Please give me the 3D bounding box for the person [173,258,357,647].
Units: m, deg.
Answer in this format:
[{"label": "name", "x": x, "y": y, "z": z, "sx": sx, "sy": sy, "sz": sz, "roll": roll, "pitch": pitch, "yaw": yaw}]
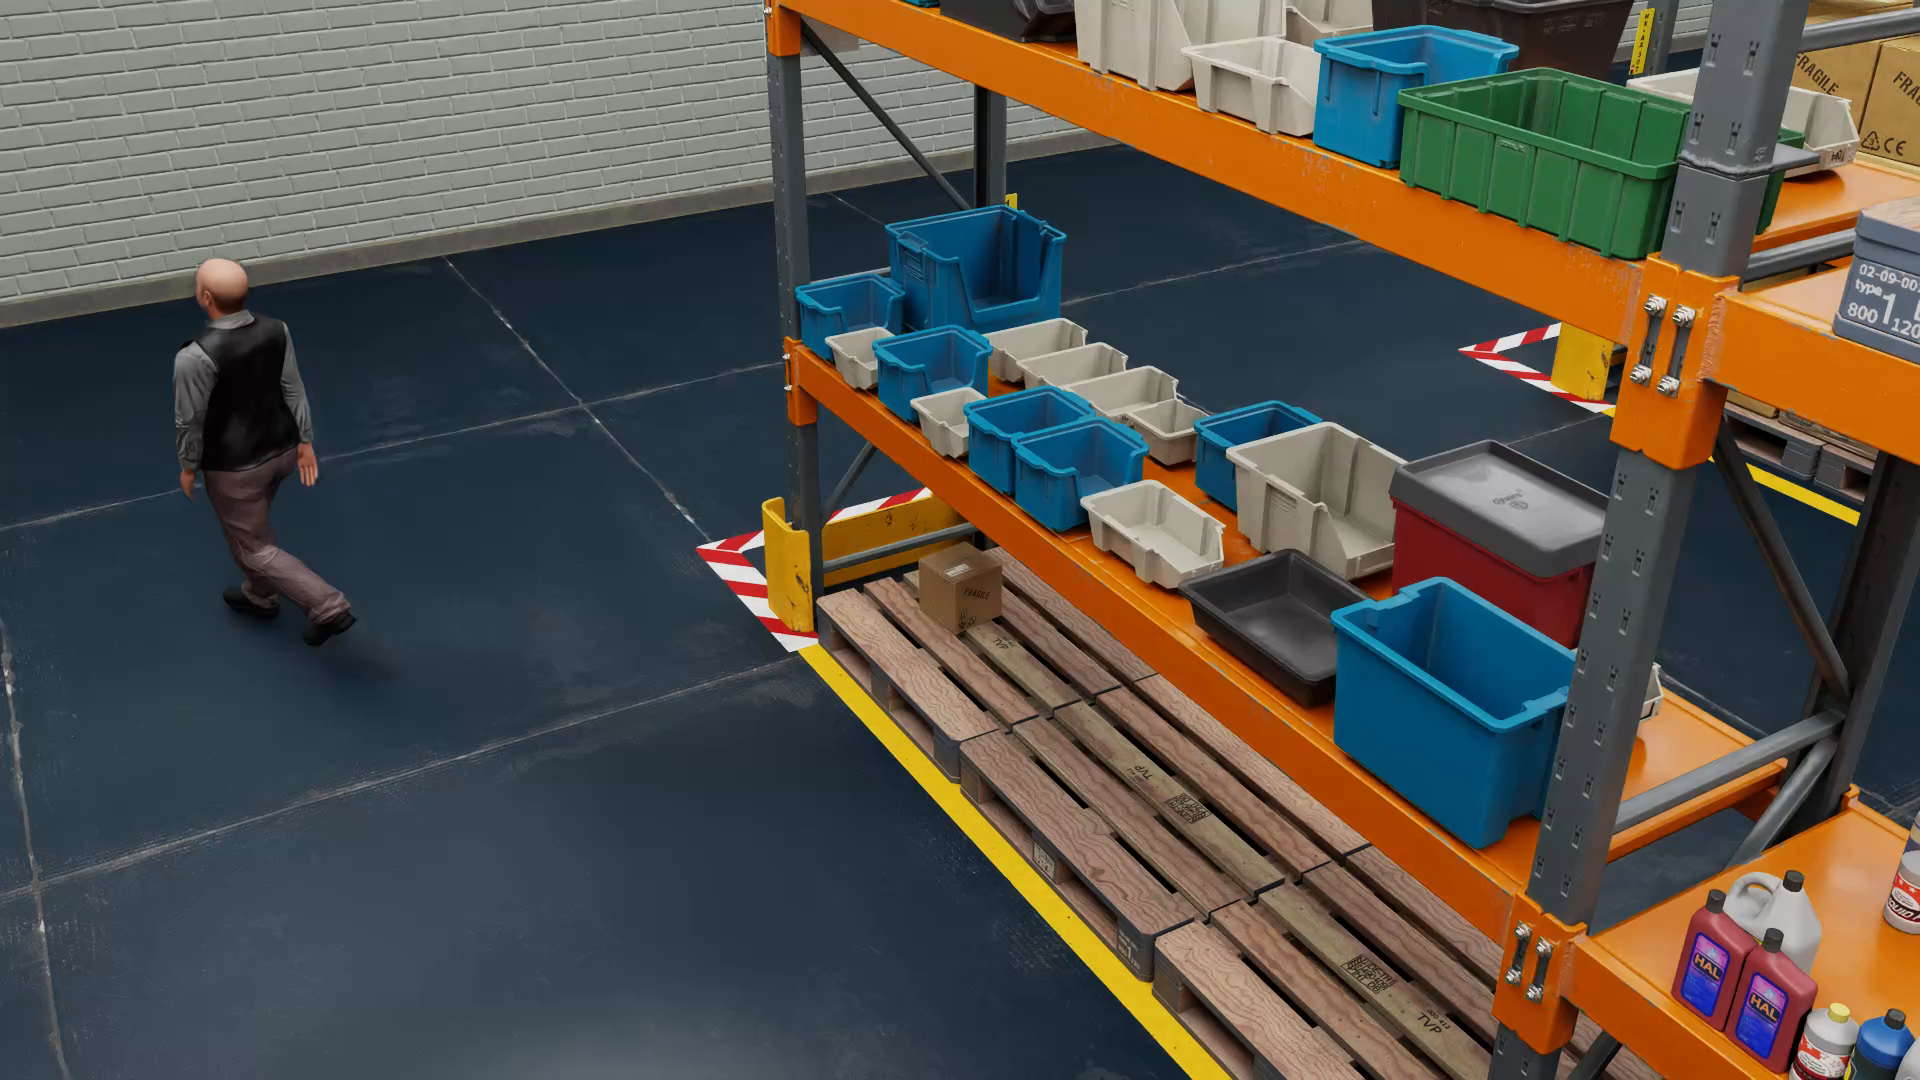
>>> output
[{"label": "person", "x": -2.909, "y": -0.335, "z": 6.812, "sx": 0.920, "sy": 1.685, "sz": 0.536, "roll": 12, "pitch": 31, "yaw": 21}]
